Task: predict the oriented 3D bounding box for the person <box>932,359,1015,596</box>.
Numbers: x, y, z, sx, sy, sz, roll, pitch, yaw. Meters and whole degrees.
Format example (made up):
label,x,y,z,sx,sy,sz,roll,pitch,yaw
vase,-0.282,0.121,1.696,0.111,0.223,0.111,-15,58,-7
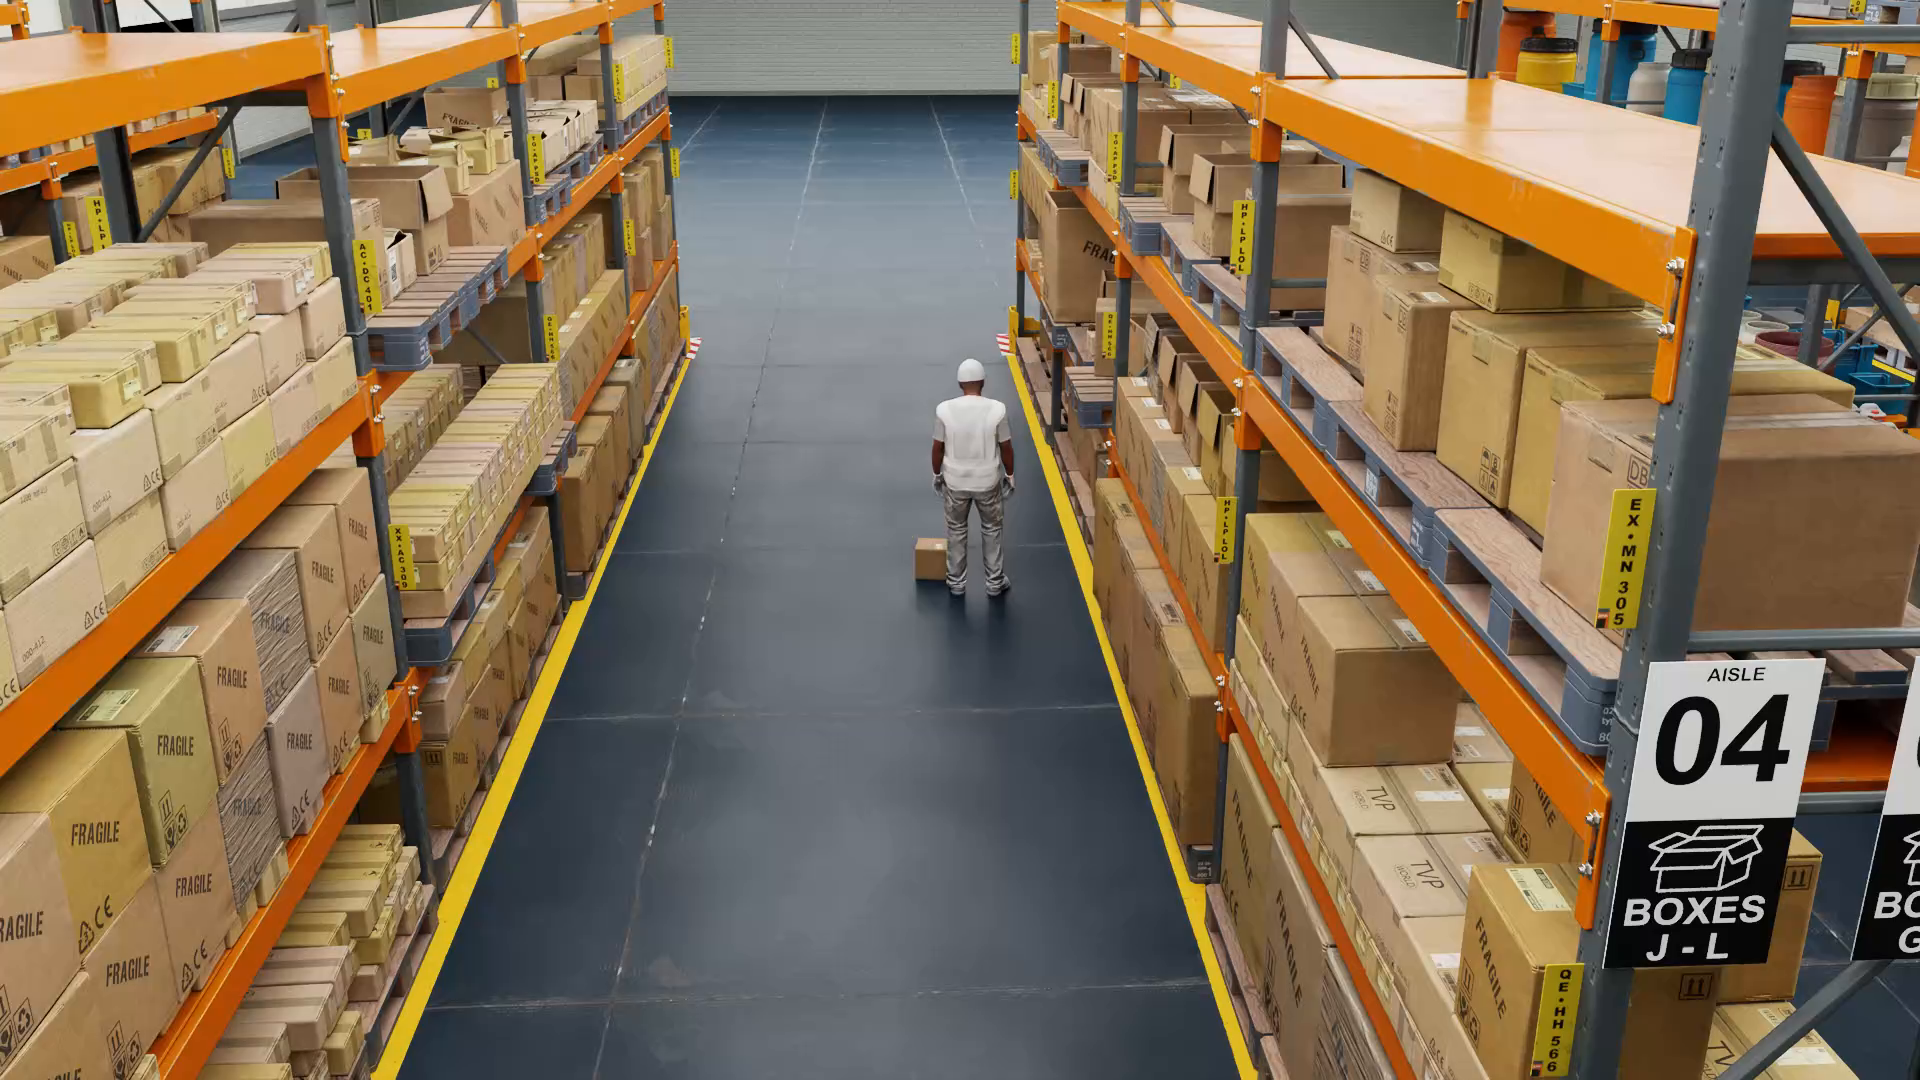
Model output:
label,x,y,z,sx,sy,sz,roll,pitch,yaw
person,0.102,-0.450,12.286,0.612,1.772,0.449,2,20,5
